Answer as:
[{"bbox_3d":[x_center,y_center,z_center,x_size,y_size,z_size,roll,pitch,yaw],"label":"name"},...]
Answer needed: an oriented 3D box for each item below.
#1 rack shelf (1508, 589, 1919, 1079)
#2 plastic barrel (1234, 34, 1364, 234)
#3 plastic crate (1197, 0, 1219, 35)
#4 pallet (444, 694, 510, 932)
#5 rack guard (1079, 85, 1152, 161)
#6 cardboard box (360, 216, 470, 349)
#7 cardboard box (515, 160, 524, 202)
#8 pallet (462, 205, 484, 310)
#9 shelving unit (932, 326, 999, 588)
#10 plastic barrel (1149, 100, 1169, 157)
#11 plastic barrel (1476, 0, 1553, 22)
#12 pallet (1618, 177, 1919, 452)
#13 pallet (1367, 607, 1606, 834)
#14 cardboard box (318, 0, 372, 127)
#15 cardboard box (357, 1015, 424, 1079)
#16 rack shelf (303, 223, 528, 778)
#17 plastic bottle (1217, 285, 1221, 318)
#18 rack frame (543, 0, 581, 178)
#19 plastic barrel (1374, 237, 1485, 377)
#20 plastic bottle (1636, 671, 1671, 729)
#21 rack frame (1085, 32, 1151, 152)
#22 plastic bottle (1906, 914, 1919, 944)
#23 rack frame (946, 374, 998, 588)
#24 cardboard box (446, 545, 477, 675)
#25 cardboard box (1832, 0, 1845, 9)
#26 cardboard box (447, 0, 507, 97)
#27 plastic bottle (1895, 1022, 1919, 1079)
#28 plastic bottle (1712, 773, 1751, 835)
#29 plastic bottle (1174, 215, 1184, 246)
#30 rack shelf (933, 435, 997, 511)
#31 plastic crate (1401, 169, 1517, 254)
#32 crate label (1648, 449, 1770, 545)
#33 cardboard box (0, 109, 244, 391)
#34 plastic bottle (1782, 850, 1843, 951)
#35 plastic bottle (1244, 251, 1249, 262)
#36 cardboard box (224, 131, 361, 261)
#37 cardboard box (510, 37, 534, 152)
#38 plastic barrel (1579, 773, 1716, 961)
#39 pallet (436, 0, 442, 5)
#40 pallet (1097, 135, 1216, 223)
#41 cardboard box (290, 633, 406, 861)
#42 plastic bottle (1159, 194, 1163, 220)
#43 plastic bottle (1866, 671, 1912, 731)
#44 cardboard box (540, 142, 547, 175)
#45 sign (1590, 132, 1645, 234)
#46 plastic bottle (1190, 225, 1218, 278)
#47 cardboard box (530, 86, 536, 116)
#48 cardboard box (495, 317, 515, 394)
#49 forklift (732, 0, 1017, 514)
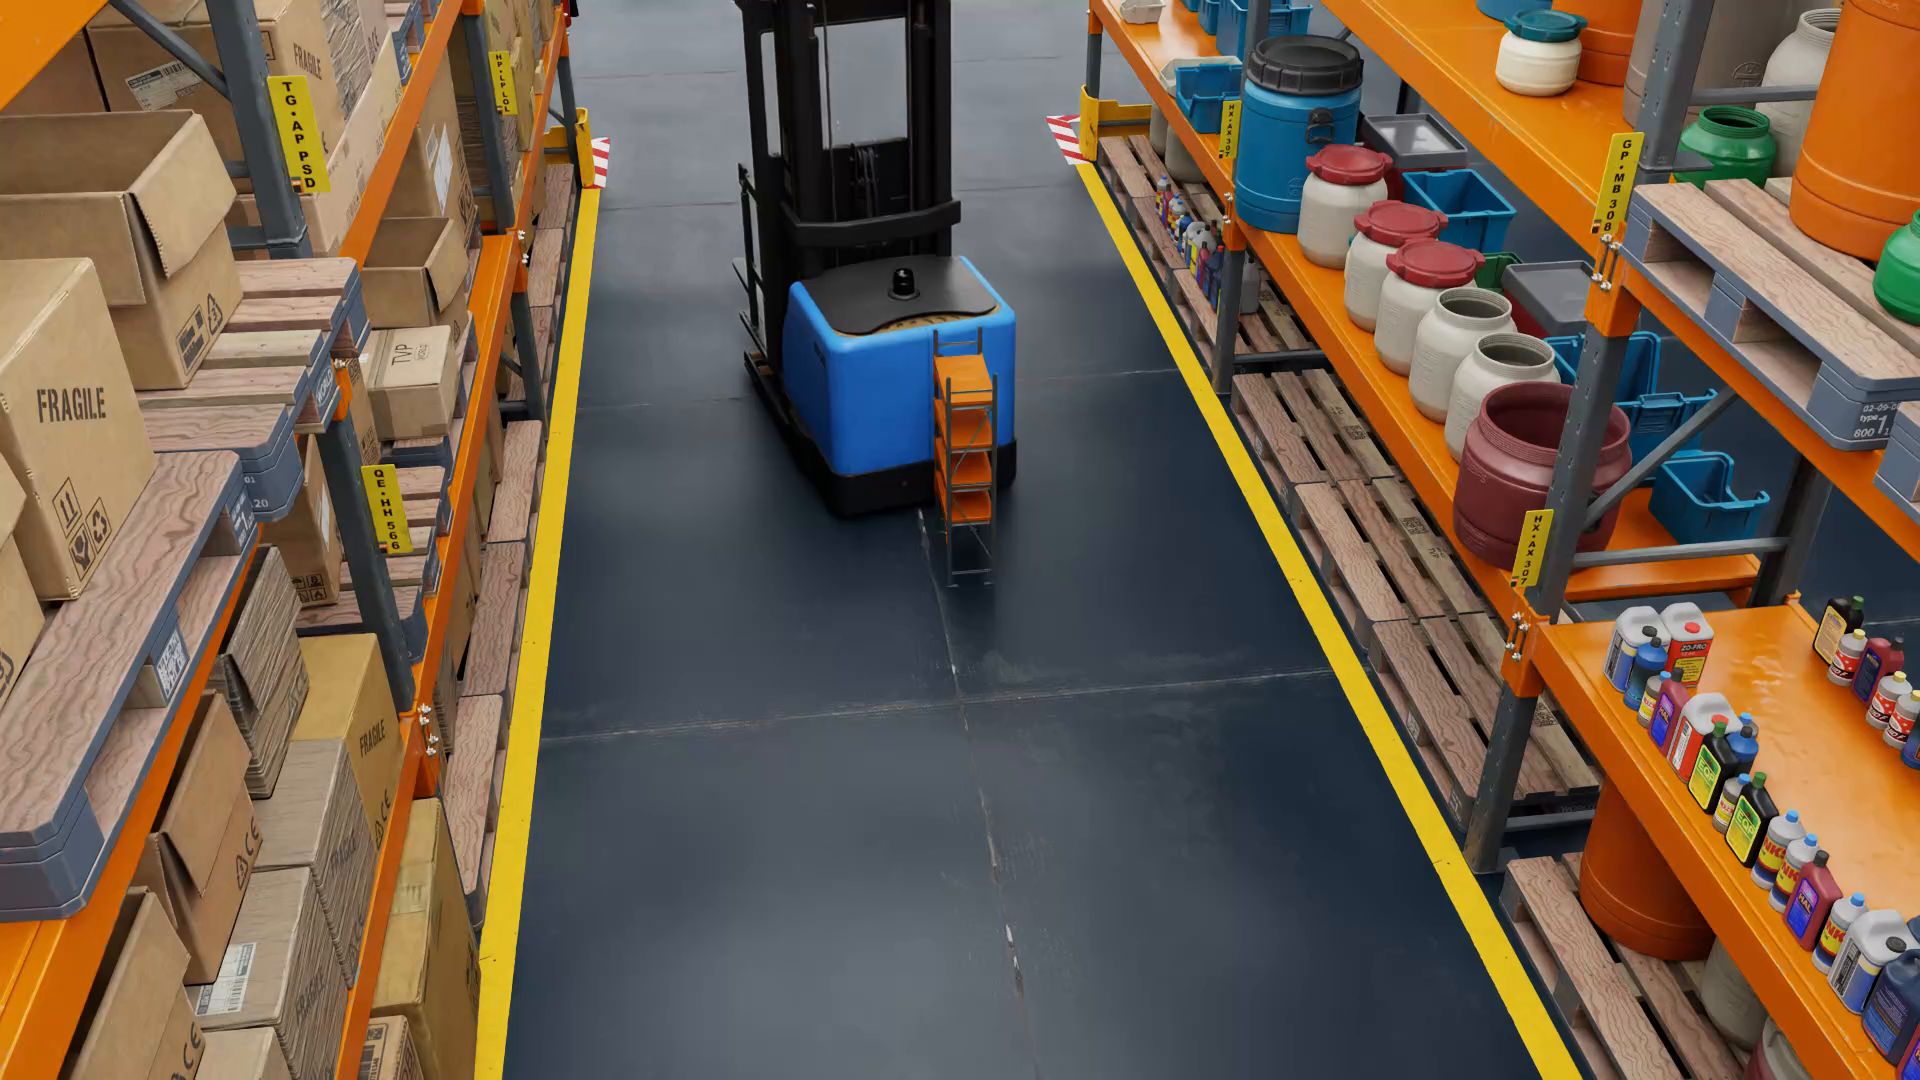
[{"bbox_3d":[2.839,1.467,4.573,1.077,0.370,4.000,-4,35,-6],"label":"rack shelf"},{"bbox_3d":[1.784,-2.147,8.792,0.600,0.901,0.708,-4,35,-6],"label":"plastic barrel"},{"bbox_3d":[1.940,-3.730,11.692,0.499,0.251,0.408,-4,35,-6],"label":"plastic crate"},{"bbox_3d":[-2.442,1.145,6.883,1.003,0.211,1.213,-4,35,-6],"label":"pallet"},{"bbox_3d":[1.551,-3.339,13.206,1.175,0.500,0.348,-4,35,-6],"label":"rack guard"},{"bbox_3d":[-2.551,-1.059,7.176,0.797,0.503,0.637,-1,34,-1],"label":"cardboard box"},{"bbox_3d":[-2.628,-1.983,9.219,0.380,0.149,0.250,-4,35,-6],"label":"cardboard box"},{"bbox_3d":[-2.917,-1.287,8.145,1.003,0.211,1.213,-4,35,-6],"label":"pallet"},{"bbox_3d":[0.022,-0.403,8.277,0.258,1.200,0.503,-4,35,-6],"label":"shelving unit"},{"bbox_3d":[1.658,-3.195,12.611,0.421,0.512,0.421,0,34,0],"label":"plastic barrel"},{"bbox_3d":[2.491,-2.628,6.834,0.600,0.901,0.708,-4,35,-6],"label":"plastic barrel"},{"bbox_3d":[2.576,-0.674,4.579,1.003,0.211,1.213,-4,35,-6],"label":"pallet"},{"bbox_3d":[2.504,0.771,7.432,1.003,0.211,1.213,-4,35,-6],"label":"pallet"},{"bbox_3d":[-2.211,-1.624,5.273,0.500,0.500,0.500,-4,34,-6],"label":"cardboard box"},{"bbox_3d":[-2.154,2.018,4.639,1.225,0.875,0.875,-4,35,-6],"label":"cardboard box"},{"bbox_3d":[-2.607,-0.390,7.298,1.077,0.370,4.000,-4,35,-6],"label":"rack shelf"},{"bbox_3d":[1.640,-1.481,10.282,0.061,0.283,0.133,-3,34,-4],"label":"plastic bottle"},{"bbox_3d":[-3.414,-4.036,12.008,1.000,3.000,0.127,-4,35,-6],"label":"rack frame"},{"bbox_3d":[2.100,-1.033,7.482,0.433,0.535,0.433,0,34,0],"label":"plastic barrel"},{"bbox_3d":[2.309,0.523,5.496,0.097,0.201,0.097,0,34,0],"label":"plastic bottle"},{"bbox_3d":[1.494,-4.411,12.559,1.000,3.000,0.127,-4,35,-6],"label":"rack frame"},{"bbox_3d":[2.645,1.117,4.492,0.144,0.351,0.185,-4,35,-6],"label":"plastic bottle"},{"bbox_3d":[0.055,-0.267,8.077,0.240,1.200,0.015,-4,35,-6],"label":"rack frame"},{"bbox_3d":[-2.618,0.283,7.500,0.700,0.500,0.500,-2,34,-2],"label":"cardboard box"},{"bbox_3d":[6.589,-3.993,11.858,0.700,0.500,0.500,-4,34,-6],"label":"cardboard box"},{"bbox_3d":[-2.685,-2.651,8.736,0.500,0.500,0.500,-4,35,-6],"label":"cardboard box"},{"bbox_3d":[2.492,1.323,4.249,0.061,0.283,0.133,-4,35,-6],"label":"plastic bottle"},{"bbox_3d":[2.376,0.801,5.088,0.097,0.201,0.097,0,34,0],"label":"plastic bottle"},{"bbox_3d":[1.502,-2.099,11.260,0.097,0.201,0.097,0,34,0],"label":"plastic bottle"},{"bbox_3d":[0.022,-0.348,8.314,0.258,0.148,0.480,-4,35,-6],"label":"rack shelf"},{"bbox_3d":[2.489,-1.580,8.419,0.392,0.384,0.575,-4,35,-6],"label":"plastic crate"},{"bbox_3d":[2.885,-0.141,6.442,0.303,0.233,0.416,-4,35,-6],"label":"crate label"},{"bbox_3d":[-2.185,-0.692,3.974,0.797,0.503,0.637,-2,34,-4],"label":"cardboard box"},{"bbox_3d":[2.418,1.016,4.699,0.061,0.283,0.133,-4,35,-6],"label":"plastic bottle"},{"bbox_3d":[1.777,-1.705,10.616,0.152,0.276,0.135,-4,35,-6],"label":"plastic bottle"},{"bbox_3d":[-2.149,-1.031,5.068,0.500,0.250,0.500,-4,34,-6],"label":"cardboard box"},{"bbox_3d":[-2.908,-2.505,9.410,0.875,0.500,0.500,-4,35,-6],"label":"cardboard box"},{"bbox_3d":[2.653,1.048,6.102,0.600,0.830,0.708,-4,35,-6],"label":"plastic barrel"},{"bbox_3d":[-2.898,-2.613,7.424,1.213,0.211,1.003,-4,35,-6],"label":"pallet"},{"bbox_3d":[1.655,-2.766,12.621,1.003,0.211,1.213,-4,35,-6],"label":"pallet"},{"bbox_3d":[-2.026,0.644,5.053,0.500,0.500,0.500,-3,34,-5],"label":"cardboard box"},{"bbox_3d":[1.443,-2.343,11.619,0.097,0.201,0.097,0,34,0],"label":"plastic bottle"},{"bbox_3d":[3.076,0.524,5.495,0.097,0.201,0.097,0,34,0],"label":"plastic bottle"},{"bbox_3d":[-3.347,-2.827,12.081,0.500,0.500,0.500,2,34,2],"label":"cardboard box"},{"bbox_3d":[2.026,-1.097,5.126,0.100,0.325,0.005,-4,35,-6],"label":"sign"},{"bbox_3d":[1.591,-1.891,10.822,0.144,0.351,0.185,-5,35,-7],"label":"plastic bottle"},{"bbox_3d":[-2.822,-2.679,10.240,0.380,0.149,0.250,-4,35,-6],"label":"cardboard box"},{"bbox_3d":[-2.890,-1.170,9.651,0.500,0.500,0.500,-5,35,-8],"label":"cardboard box"},{"bbox_3d":[-0.680,-2.173,9.337,1.130,2.935,3.031,-12,36,-17],"label":"forklift"}]
